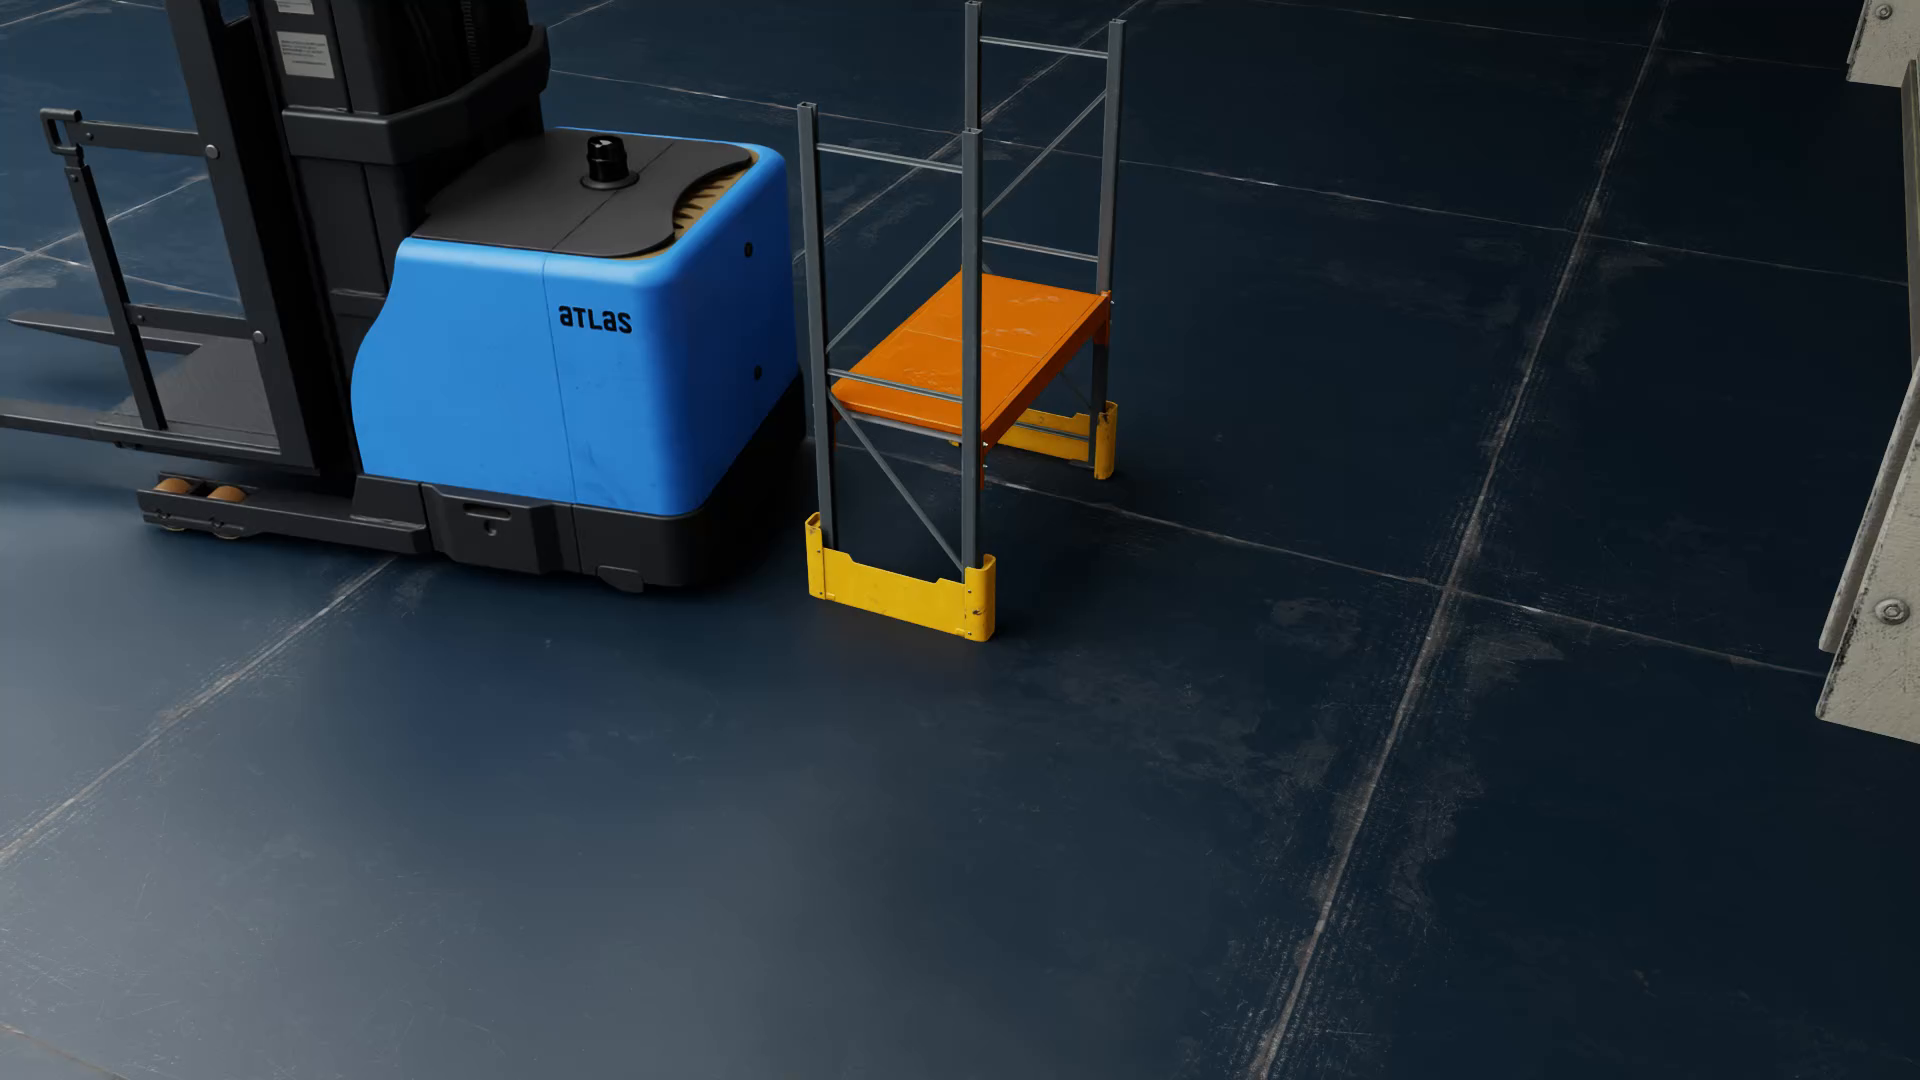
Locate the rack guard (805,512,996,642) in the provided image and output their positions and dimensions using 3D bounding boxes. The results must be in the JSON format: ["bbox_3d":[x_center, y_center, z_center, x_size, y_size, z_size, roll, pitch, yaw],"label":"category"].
[{"bbox_3d":[-0.176,0.106,4.861,0.587,0.250,0.087,14,36,20],"label":"rack guard"}]

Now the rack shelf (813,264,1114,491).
[{"bbox_3d":[0.036,-0.519,5.002,0.538,0.185,1.000,14,36,20],"label":"rack shelf"}]

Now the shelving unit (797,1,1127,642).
[{"bbox_3d":[0.032,-0.665,4.897,0.587,1.500,1.083,14,36,20],"label":"shelving unit"}]

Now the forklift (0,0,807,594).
[{"bbox_3d":[-2.098,-1.498,4.861,3.031,2.935,1.130,8,34,12],"label":"forklift"}]

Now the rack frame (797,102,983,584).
[{"bbox_3d":[-0.177,-0.417,4.517,0.500,1.500,0.032,14,36,20],"label":"rack frame"}]

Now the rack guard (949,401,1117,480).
[{"bbox_3d":[0.240,-0.391,5.618,0.587,0.250,0.087,14,36,20],"label":"rack guard"}]

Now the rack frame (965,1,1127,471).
[{"bbox_3d":[0.248,-0.923,5.290,0.500,1.500,0.032,14,36,20],"label":"rack frame"}]
